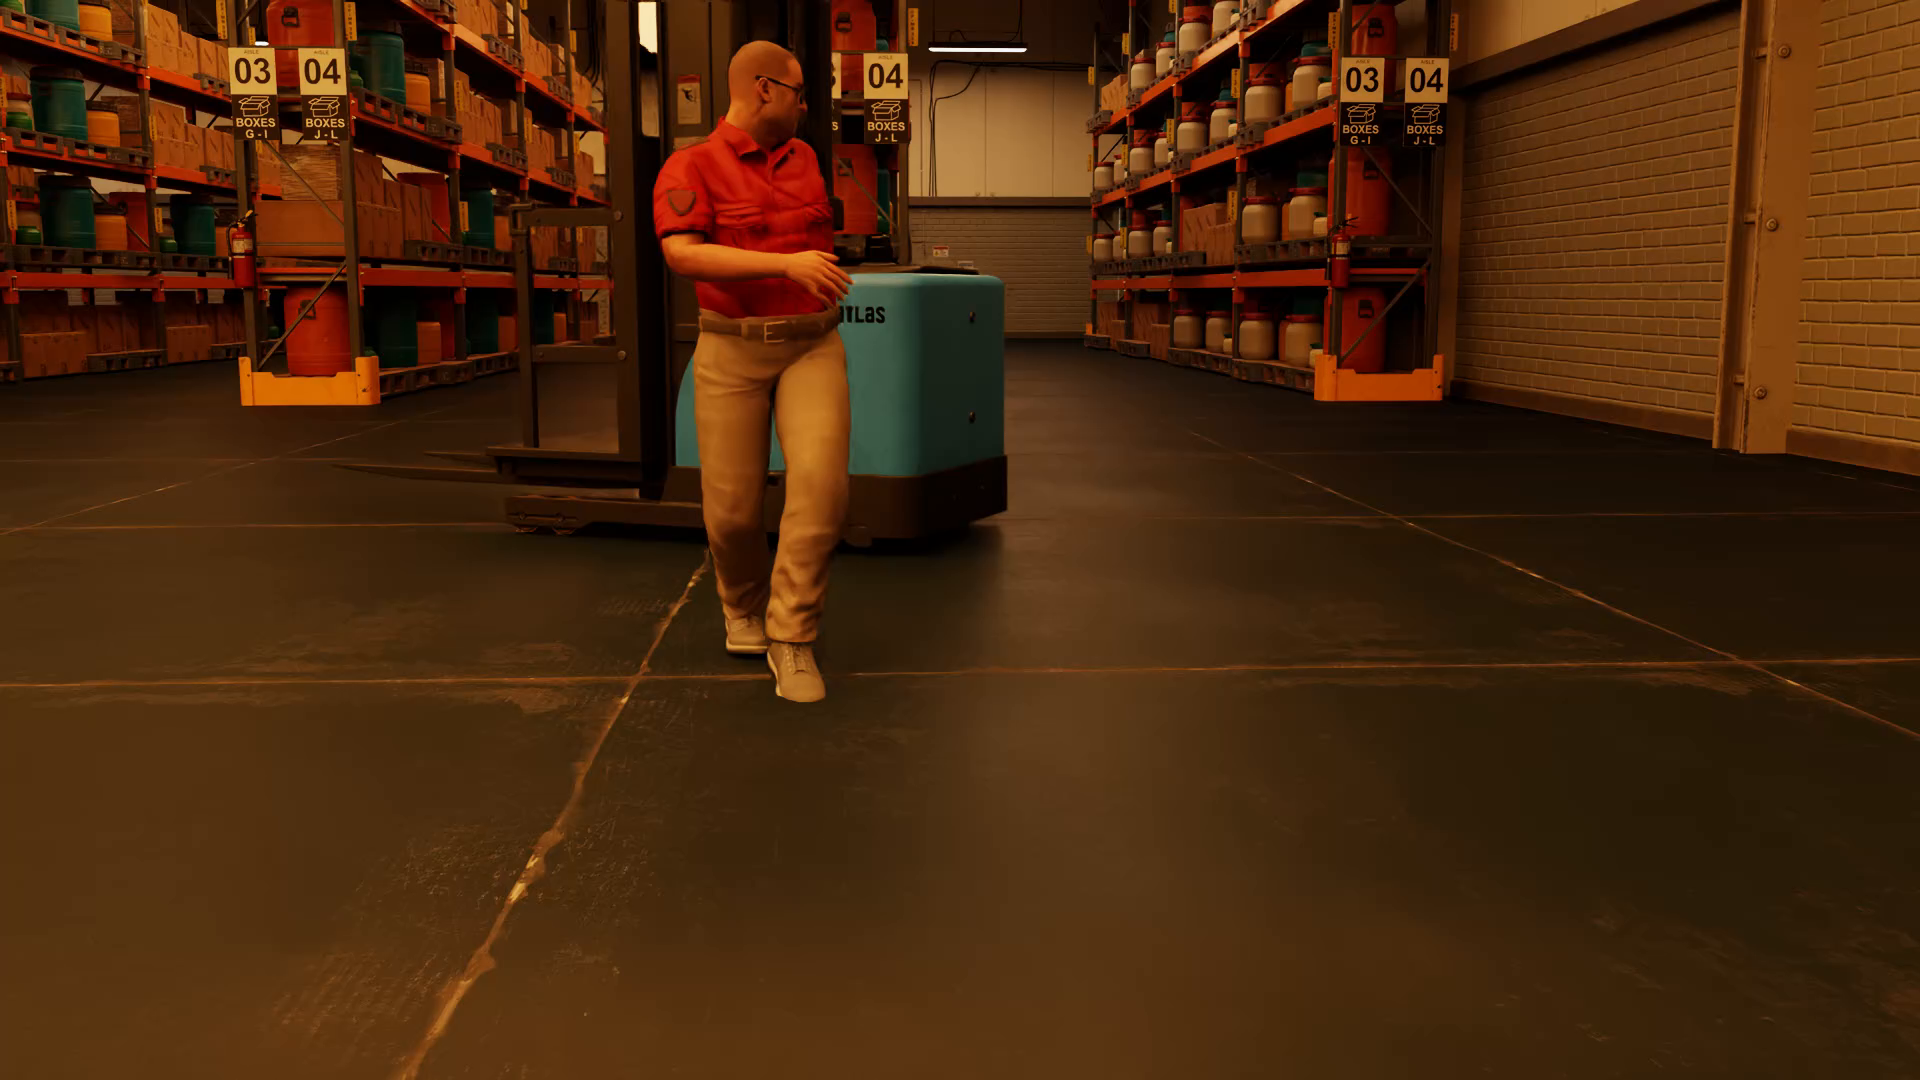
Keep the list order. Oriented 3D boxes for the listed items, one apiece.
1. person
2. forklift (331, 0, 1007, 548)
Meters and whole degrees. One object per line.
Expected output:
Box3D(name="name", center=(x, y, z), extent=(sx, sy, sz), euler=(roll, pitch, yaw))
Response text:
Box3D(name="person", center=(-0.529, -0.461, 4.437), extent=(0.564, 1.689, 0.957), euler=(-3, 9, -17))
Box3D(name="forklift", center=(-1.363, -1.534, 7.161), extent=(3.031, 2.935, 1.130), euler=(4, 9, 23))
